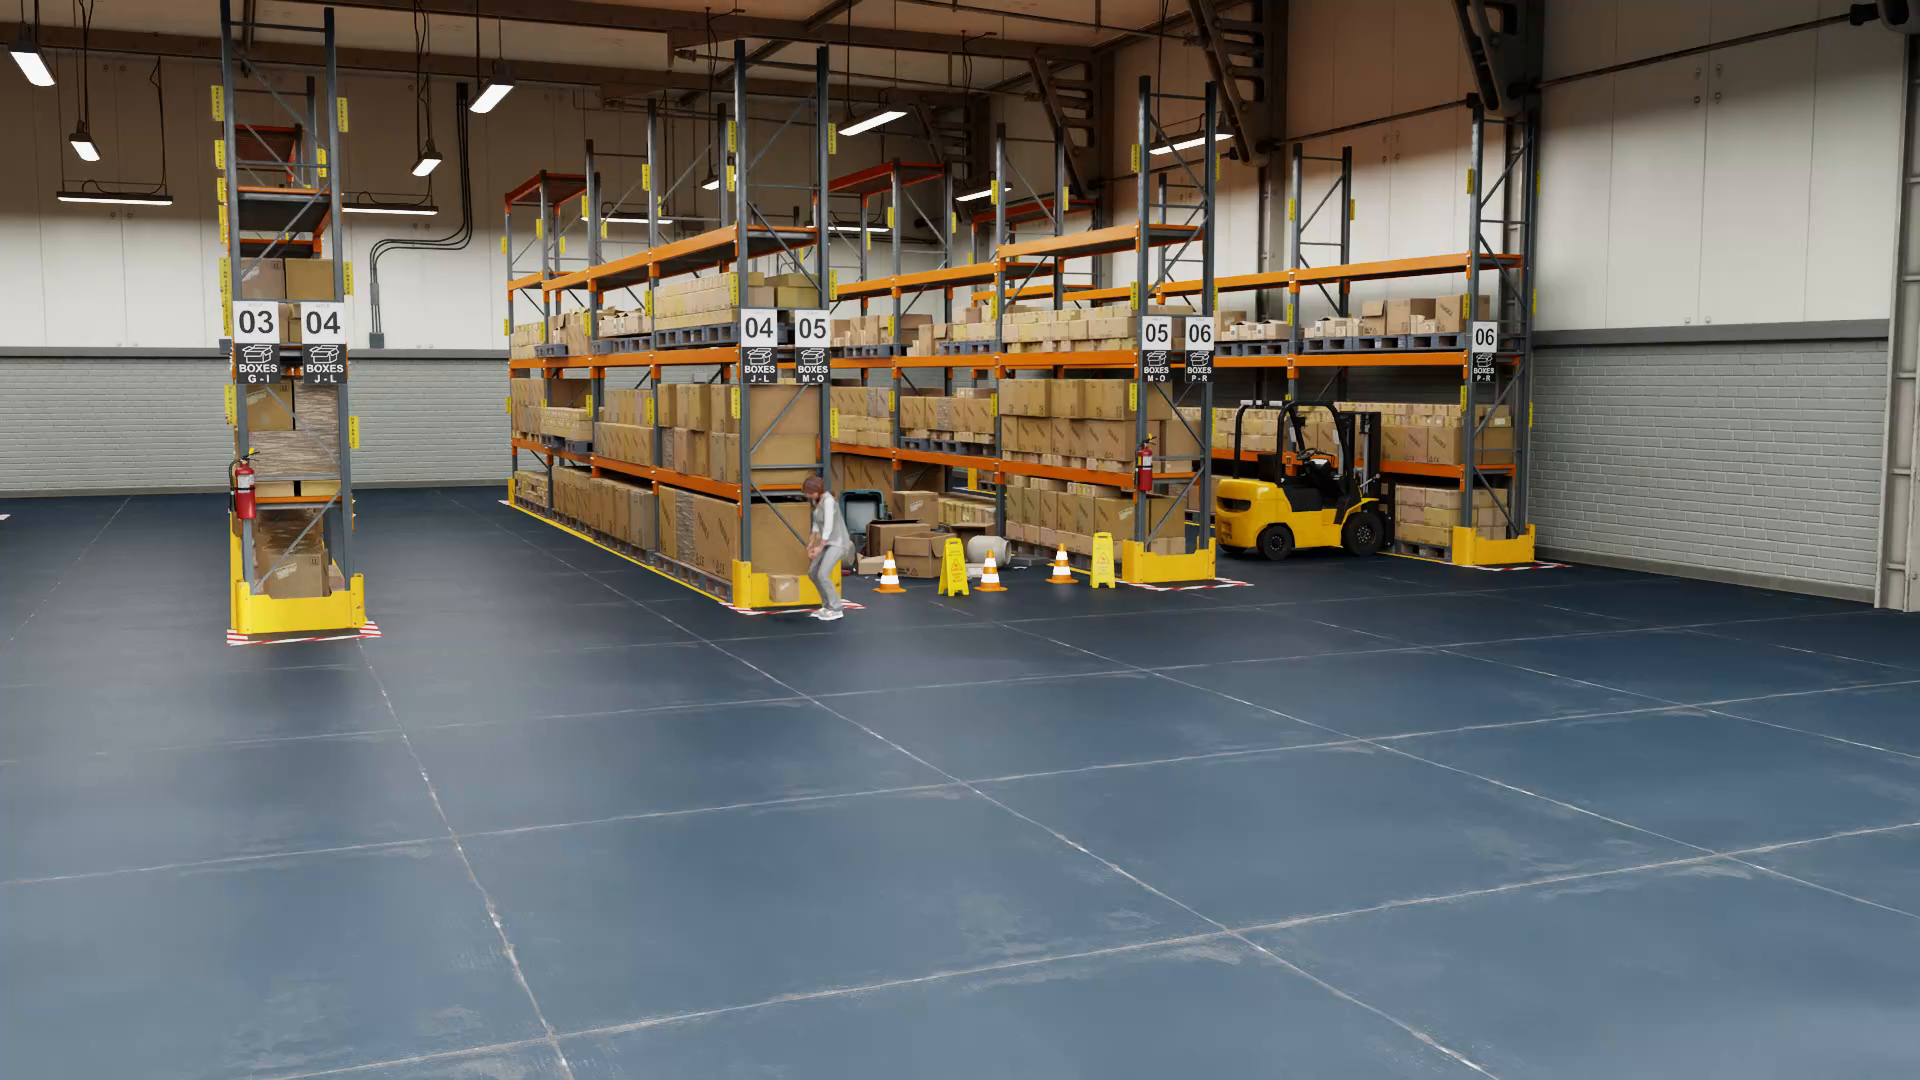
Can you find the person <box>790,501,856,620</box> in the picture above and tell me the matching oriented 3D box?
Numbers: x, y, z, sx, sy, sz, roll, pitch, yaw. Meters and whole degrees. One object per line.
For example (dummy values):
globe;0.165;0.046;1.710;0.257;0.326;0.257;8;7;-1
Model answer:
person;-1.405;0.215;17.091;0.698;1.197;0.463;-2;6;-24
